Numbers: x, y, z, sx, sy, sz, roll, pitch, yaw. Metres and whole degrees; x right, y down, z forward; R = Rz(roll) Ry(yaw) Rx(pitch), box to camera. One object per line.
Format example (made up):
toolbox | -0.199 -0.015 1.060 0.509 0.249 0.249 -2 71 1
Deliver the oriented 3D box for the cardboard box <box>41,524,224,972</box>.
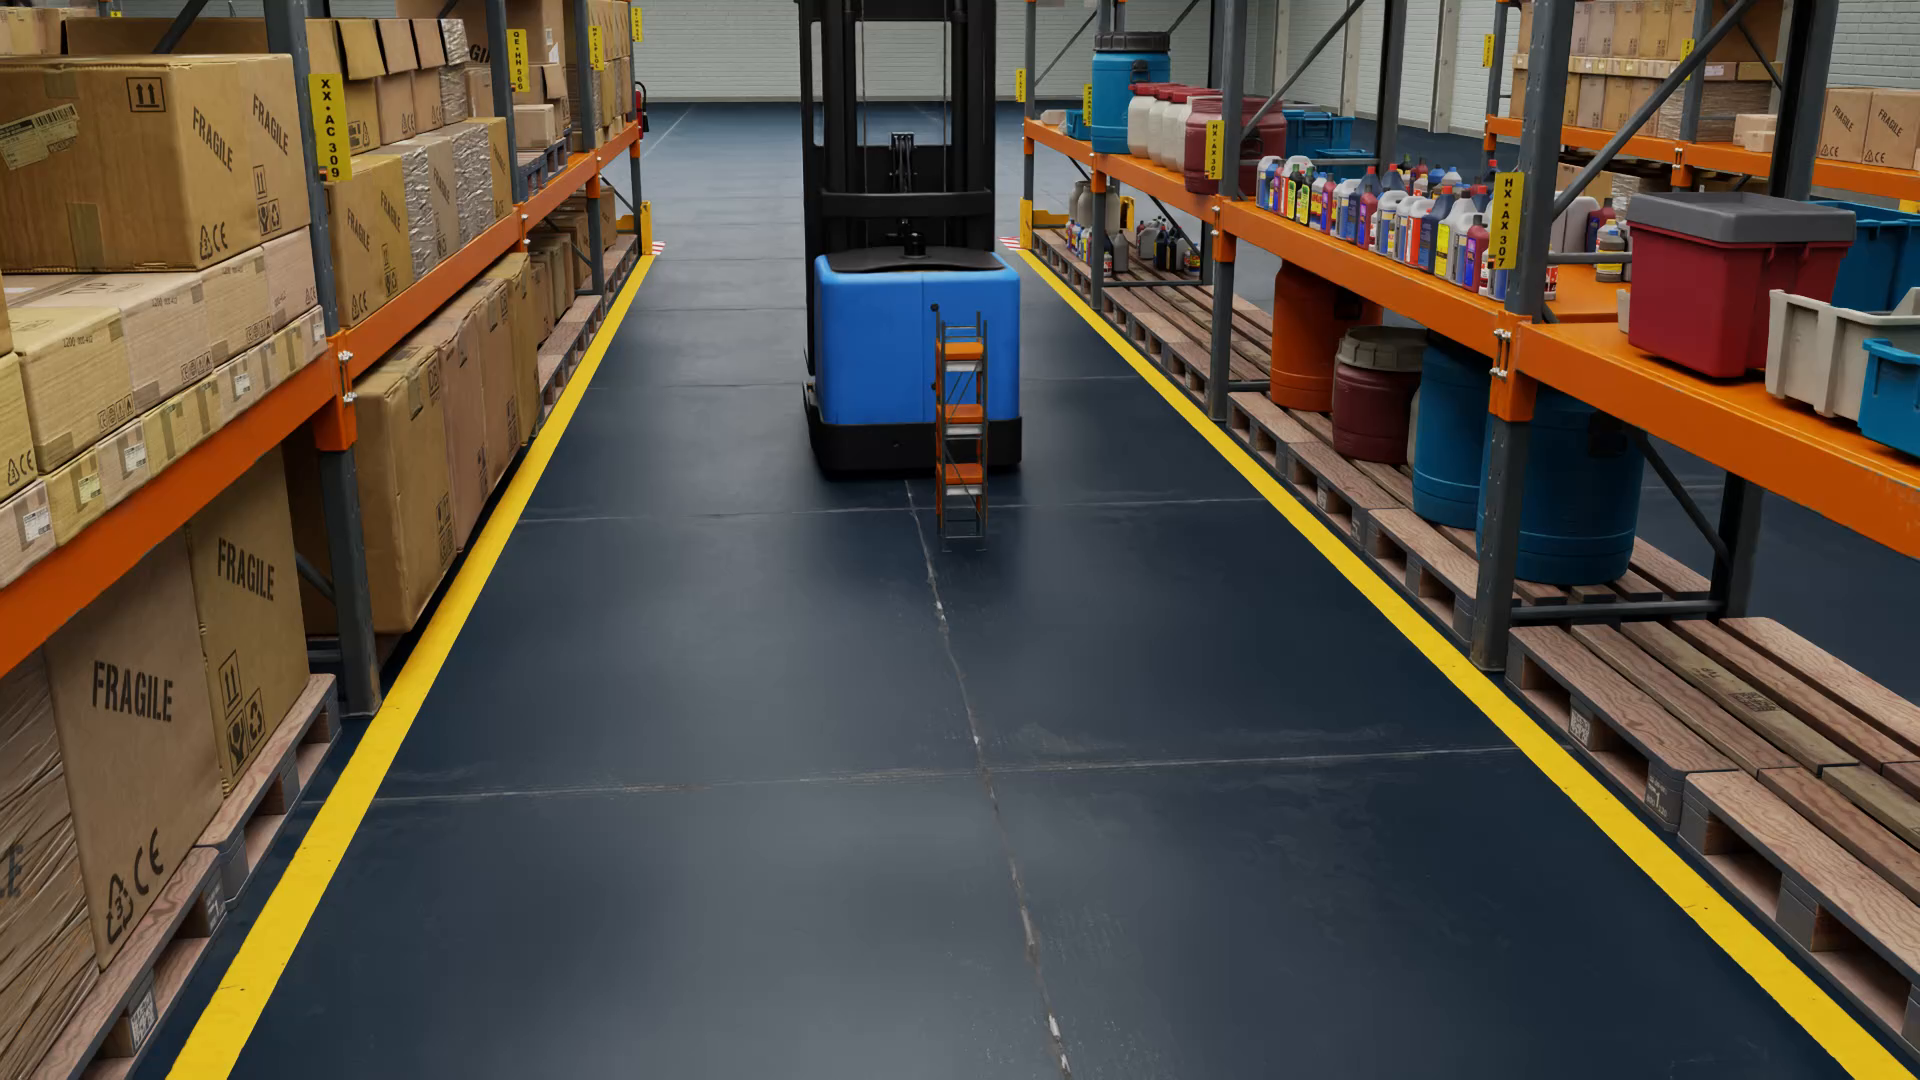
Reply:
cardboard box | -2.437 0.461 4.047 0.875 0.875 0.875 -2 18 -6

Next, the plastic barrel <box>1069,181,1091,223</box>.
plastic barrel | 1.315 -3.368 16.848 0.421 0.512 0.421 0 17 0

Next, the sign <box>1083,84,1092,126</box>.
sign | 1.035 -3.474 13.274 0.100 0.325 0.005 -2 18 -6

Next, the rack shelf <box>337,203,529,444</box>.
rack shelf | -2.724 -1.072 7.286 1.077 0.370 4.000 -2 18 -6

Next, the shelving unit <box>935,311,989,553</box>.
shelving unit | 0.006 -0.485 7.469 0.215 1.050 0.252 -2 18 -6

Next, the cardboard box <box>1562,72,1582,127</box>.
cardboard box | 6.238 -4.304 16.210 0.700 0.500 0.500 -2 18 -5

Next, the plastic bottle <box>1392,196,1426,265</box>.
plastic bottle | 1.943 -1.320 7.081 0.152 0.276 0.135 -2 18 -6

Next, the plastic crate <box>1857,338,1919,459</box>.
plastic crate | 2.354 -0.334 3.911 0.416 0.233 0.300 -2 18 -6

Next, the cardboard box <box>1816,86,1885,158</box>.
cardboard box | 6.628 -3.169 12.598 0.500 0.500 0.500 -1 17 -2

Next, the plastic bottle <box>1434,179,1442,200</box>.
plastic bottle | 2.510 -1.772 8.644 0.097 0.201 0.097 0 17 0

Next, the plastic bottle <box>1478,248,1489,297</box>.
plastic bottle | 2.007 -1.019 6.247 0.097 0.201 0.097 0 17 0

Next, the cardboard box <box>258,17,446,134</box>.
cardboard box | -2.807 -2.125 7.596 0.797 0.503 0.637 -1 17 -4

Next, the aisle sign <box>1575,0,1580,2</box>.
aisle sign | 6.384 -5.969 17.341 0.394 0.787 0.004 -2 18 -6

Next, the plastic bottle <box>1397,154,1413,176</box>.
plastic bottle | 2.462 -2.001 9.239 0.061 0.283 0.133 -2 18 -6

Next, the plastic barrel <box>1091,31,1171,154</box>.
plastic barrel | 1.322 -3.471 12.888 0.600 0.901 0.708 -2 18 -6

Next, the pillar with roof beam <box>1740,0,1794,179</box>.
pillar with roof beam | 7.057 -9.189 21.923 9.100 9.000 0.400 -2 18 -6

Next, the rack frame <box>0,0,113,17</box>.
rack frame | -8.700 -4.272 16.276 1.000 3.000 0.127 -2 18 -6

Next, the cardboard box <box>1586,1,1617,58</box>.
cardboard box | 6.303 -4.755 15.483 0.700 0.500 0.500 -2 18 -6

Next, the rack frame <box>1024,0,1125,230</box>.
rack frame | 1.171 -4.548 17.155 1.000 3.000 0.127 -2 18 -6

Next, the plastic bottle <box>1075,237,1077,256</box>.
plastic bottle | 1.104 -2.711 15.243 0.097 0.201 0.097 0 17 0

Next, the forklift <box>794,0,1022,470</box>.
forklift | -0.376 -2.155 9.647 1.130 2.935 3.031 -2 18 -7

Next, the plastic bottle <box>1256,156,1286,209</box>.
plastic bottle | 1.719 -1.966 9.139 0.152 0.276 0.135 -2 18 -6

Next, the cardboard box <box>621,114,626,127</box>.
cardboard box | -3.419 -4.049 15.986 0.380 0.149 0.250 -2 18 -6

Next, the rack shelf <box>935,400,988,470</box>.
rack shelf | 0.006 -0.475 7.472 0.215 0.259 0.240 -2 18 -6

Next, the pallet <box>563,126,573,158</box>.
pallet | -3.409 -2.879 12.161 1.003 0.211 1.213 -2 18 -6

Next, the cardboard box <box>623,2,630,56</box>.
cardboard box | -3.453 -4.905 15.961 0.500 0.500 0.500 -2 18 -6

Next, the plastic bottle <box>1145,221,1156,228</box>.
plastic bottle | 1.795 -2.849 15.556 0.152 0.276 0.135 -2 18 -5

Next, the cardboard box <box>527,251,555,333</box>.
cardboard box | -3.213 -1.727 11.610 0.700 0.500 0.500 -3 18 -10

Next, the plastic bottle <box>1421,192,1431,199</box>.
plastic bottle | 2.041 -1.396 7.332 0.097 0.271 0.097 0 17 0

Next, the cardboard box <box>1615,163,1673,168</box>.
cardboard box | 6.618 -3.349 15.974 0.500 0.500 0.500 -2 18 -6

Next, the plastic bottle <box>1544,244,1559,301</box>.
plastic bottle | 2.169 -0.995 6.169 0.097 0.201 0.097 0 17 0

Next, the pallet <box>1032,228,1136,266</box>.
pallet | 1.304 -2.954 16.734 1.003 0.211 1.213 -2 18 -6

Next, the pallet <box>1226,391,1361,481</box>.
pallet | 2.119 -0.600 9.237 1.003 0.211 1.213 -2 18 -6

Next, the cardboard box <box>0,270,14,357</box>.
cardboard box | -1.997 -0.510 2.797 0.500 0.500 0.500 -2 18 -7

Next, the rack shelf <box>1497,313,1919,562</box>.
rack shelf | 2.615 -0.034 3.977 1.077 0.370 4.000 -2 18 -6

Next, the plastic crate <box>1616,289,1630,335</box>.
plastic crate | 2.315 -0.732 5.342 0.396 0.136 0.243 -2 18 -6

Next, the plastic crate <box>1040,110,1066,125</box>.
plastic crate | 0.943 -4.145 16.314 0.298 0.136 0.250 -2 18 -6

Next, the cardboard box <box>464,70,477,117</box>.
cardboard box | -3.026 -2.419 9.507 0.500 0.500 0.500 -4 18 -12

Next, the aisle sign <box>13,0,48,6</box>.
aisle sign | -9.005 -5.524 15.924 0.394 0.787 0.004 -2 18 -6

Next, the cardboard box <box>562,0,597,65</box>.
cardboard box | -3.137 -4.012 13.115 0.500 0.500 0.500 -2 18 -6

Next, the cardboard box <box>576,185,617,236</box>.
cardboard box | -3.708 -3.216 16.385 0.500 0.500 0.500 1 17 5

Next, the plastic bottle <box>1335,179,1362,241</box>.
plastic bottle | 1.862 -1.553 7.823 0.152 0.276 0.135 -2 18 -6

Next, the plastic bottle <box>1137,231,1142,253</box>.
plastic bottle | 1.687 -2.762 15.405 0.097 0.201 0.097 0 17 0

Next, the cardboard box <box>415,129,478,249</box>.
cardboard box | -2.531 -1.616 7.651 0.500 0.500 0.500 -2 18 -7

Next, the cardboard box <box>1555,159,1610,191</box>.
cardboard box | 6.050 -3.482 16.397 0.500 0.500 0.500 -2 18 -6

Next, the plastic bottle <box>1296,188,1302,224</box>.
plastic bottle | 1.765 -1.718 8.472 0.097 0.201 0.097 0 17 0

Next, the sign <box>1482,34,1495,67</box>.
sign | 5.546 -5.135 17.449 0.100 0.325 0.005 -2 18 -6

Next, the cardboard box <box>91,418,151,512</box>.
cardboard box | -2.002 -0.160 3.599 0.380 0.149 0.250 -1 17 -5

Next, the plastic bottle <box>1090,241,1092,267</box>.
plastic bottle | 1.211 -2.542 14.455 0.144 0.351 0.185 -3 18 -8

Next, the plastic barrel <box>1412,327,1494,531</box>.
plastic barrel | 2.296 -0.545 7.209 0.600 0.901 0.708 -2 18 -6

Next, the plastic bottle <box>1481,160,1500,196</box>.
plastic bottle | 2.555 -1.644 7.989 0.144 0.351 0.185 -2 18 -6

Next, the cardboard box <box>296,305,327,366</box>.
cardboard box | -2.161 -0.619 5.060 0.380 0.149 0.250 -2 18 -5

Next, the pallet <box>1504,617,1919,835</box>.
pallet | 2.523 0.576 5.491 1.003 0.211 1.213 -2 18 -6

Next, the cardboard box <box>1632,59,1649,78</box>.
cardboard box | 6.189 -4.169 14.700 0.380 0.149 0.250 -2 18 -6

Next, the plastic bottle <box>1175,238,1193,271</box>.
plastic bottle | 1.926 -2.470 14.351 0.152 0.276 0.135 -1 17 -4
